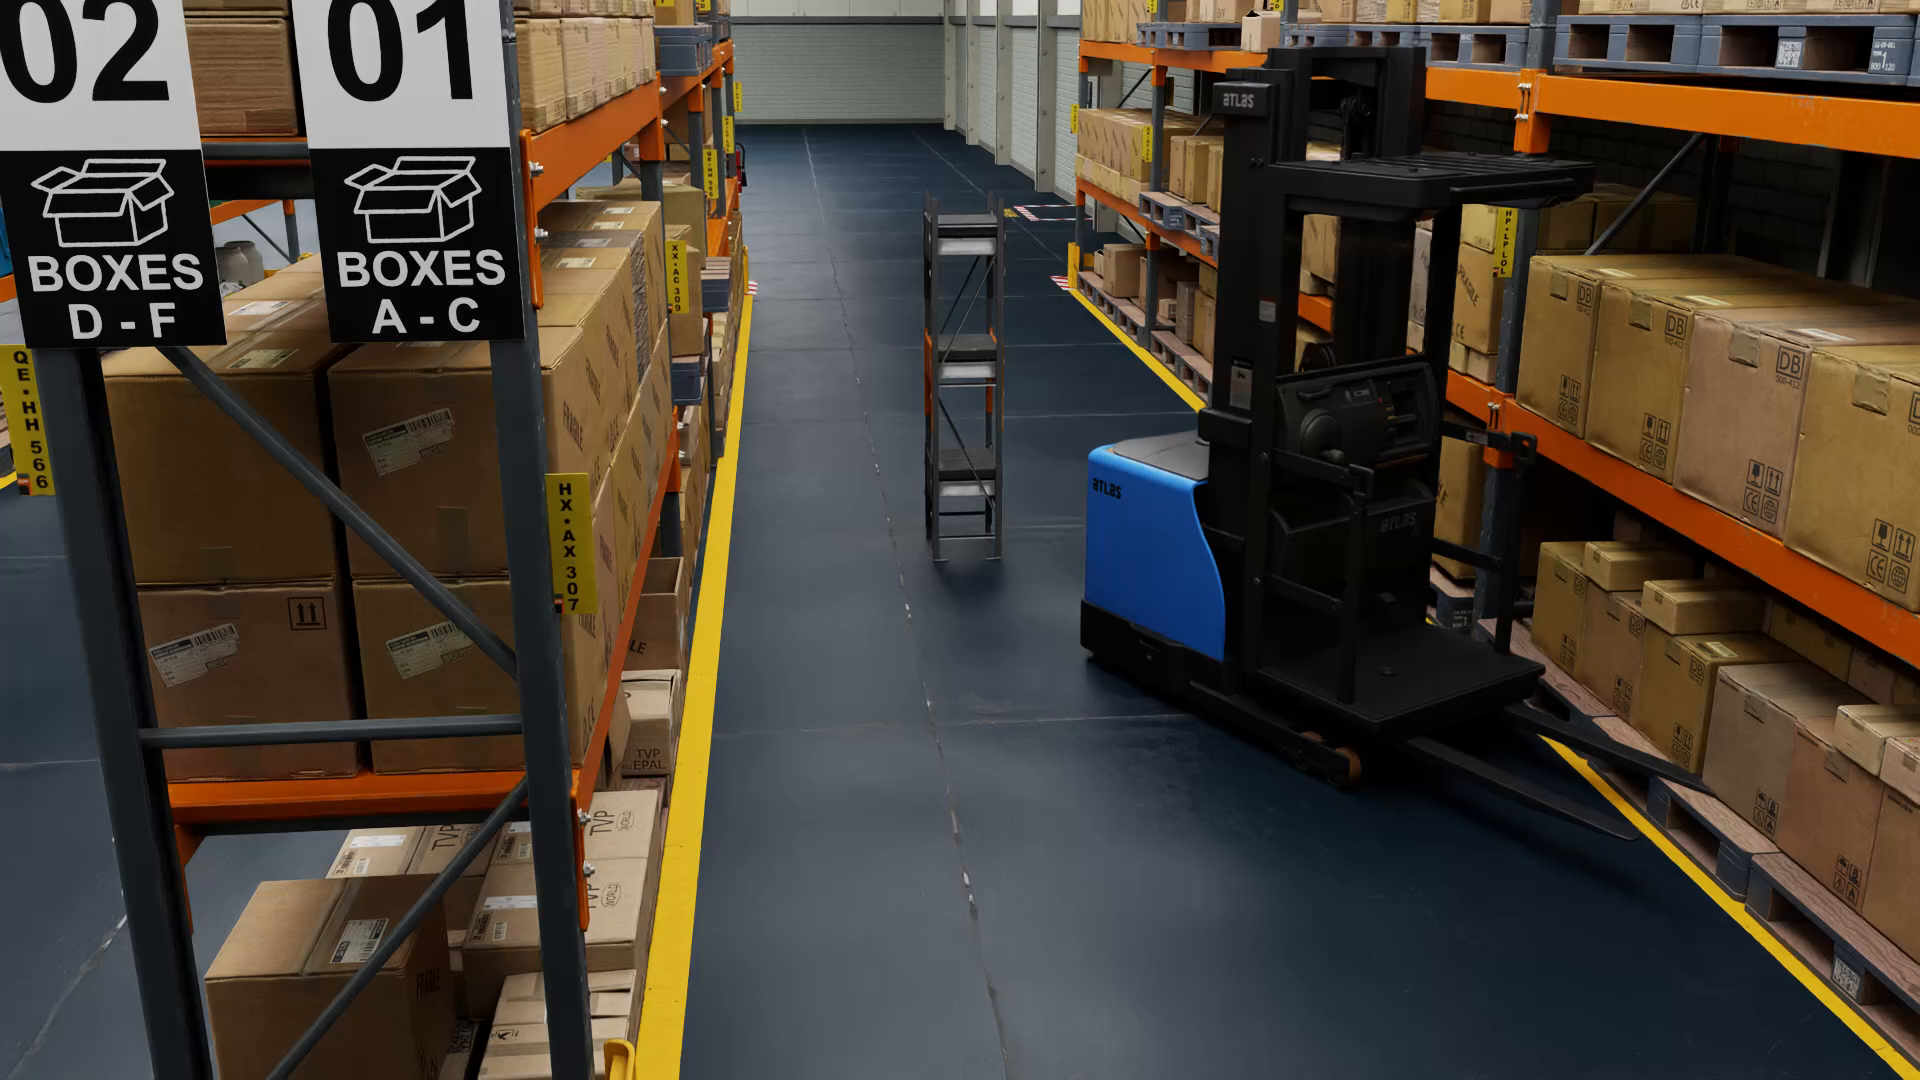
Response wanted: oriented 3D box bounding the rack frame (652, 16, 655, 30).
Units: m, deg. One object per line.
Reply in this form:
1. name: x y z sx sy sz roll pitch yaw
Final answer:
1. rack frame: -1.817 -3.614 6.664 1.000 3.000 0.127 -2 18 -6

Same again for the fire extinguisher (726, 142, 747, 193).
1. fire extinguisher: -2.605 -4.339 19.120 0.296 0.674 0.183 -2 18 -6

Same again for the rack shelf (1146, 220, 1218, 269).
1. rack shelf: 2.491 -2.350 13.855 1.077 0.370 4.000 -2 18 -6

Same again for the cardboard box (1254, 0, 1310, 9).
1. cardboard box: 2.656 -3.976 12.621 0.797 0.503 0.637 1 17 2

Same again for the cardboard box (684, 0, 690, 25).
1. cardboard box: -2.099 -3.141 10.000 0.910 0.500 0.500 -2 18 -6

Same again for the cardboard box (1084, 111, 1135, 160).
1. cardboard box: 1.663 -4.477 18.396 0.500 0.500 0.500 -2 18 -5

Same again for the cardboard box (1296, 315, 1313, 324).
1. cardboard box: 2.575 -1.857 13.271 0.500 0.250 0.500 -1 17 -5

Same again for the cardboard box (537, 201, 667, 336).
1. cardboard box: -1.507 -1.133 6.943 0.500 0.500 0.500 -2 18 -5

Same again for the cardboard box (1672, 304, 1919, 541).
1. cardboard box: 3.304 -0.452 6.110 0.980 0.700 0.700 -3 18 -8

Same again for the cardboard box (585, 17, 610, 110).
1. cardboard box: -1.296 -1.378 4.802 0.500 0.250 0.500 -2 18 -6

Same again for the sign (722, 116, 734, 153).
1. sign: -2.103 -3.669 15.056 0.100 0.325 0.005 -2 18 -6

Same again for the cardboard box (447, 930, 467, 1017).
1. cardboard box: -1.658 1.304 5.010 0.380 0.166 0.250 -2 18 -6

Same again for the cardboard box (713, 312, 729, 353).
1. cardboard box: -2.158 -1.726 13.619 0.500 0.311 0.500 -2 18 -6

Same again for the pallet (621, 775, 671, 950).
1. pallet: -1.618 1.148 6.168 1.003 0.211 1.213 -2 18 -6

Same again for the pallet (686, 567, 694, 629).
1. pallet: -1.939 0.338 8.749 1.003 0.211 1.213 -2 18 -6

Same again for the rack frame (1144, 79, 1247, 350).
1. rack frame: 2.285 -3.289 15.646 1.000 3.000 0.127 -2 18 -6

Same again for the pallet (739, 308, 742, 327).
1. pallet: -2.812 -2.407 17.492 1.003 0.211 1.213 -2 18 -6

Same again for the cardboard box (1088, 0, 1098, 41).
1. cardboard box: 1.678 -5.701 18.119 0.500 0.500 0.500 -1 17 -2

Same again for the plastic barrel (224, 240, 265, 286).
1. plastic barrel: -7.838 -2.994 18.159 0.421 0.512 0.421 0 17 0

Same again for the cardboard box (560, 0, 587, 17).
1. cardboard box: -1.243 -1.468 4.253 0.500 0.250 0.500 -2 18 -6

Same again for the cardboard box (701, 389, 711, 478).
1. cardboard box: -1.900 -0.689 10.803 0.500 0.500 0.500 -1 17 -3

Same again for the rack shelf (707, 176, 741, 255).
1. rack shelf: -2.848 -3.388 17.160 1.077 0.370 4.000 -2 18 -6

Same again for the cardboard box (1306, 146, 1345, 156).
1. cardboard box: 2.491 -2.502 11.191 0.500 0.250 0.500 -1 17 -4

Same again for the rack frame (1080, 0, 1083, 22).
1. rack frame: 1.872 -7.343 18.543 1.000 3.000 0.127 -2 18 -6

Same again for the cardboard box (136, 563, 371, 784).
1. cardboard box: -1.721 0.268 4.150 0.500 0.500 0.500 -1 17 -4

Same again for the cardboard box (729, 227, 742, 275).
1. cardboard box: -2.535 -2.976 17.285 0.500 0.500 0.500 -2 18 -6

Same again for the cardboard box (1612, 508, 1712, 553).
1. cardboard box: 3.268 -0.046 7.705 0.380 0.149 0.250 -2 18 -6

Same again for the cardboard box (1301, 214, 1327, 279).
1. cardboard box: 2.538 -1.987 10.803 0.500 0.500 0.500 -1 17 -4

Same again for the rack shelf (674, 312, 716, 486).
1. rack shelf: -2.023 -1.004 9.568 1.077 0.370 4.000 -2 18 -6

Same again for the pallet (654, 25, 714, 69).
1. pallet: -1.925 -2.598 8.751 1.213 0.211 1.003 -2 18 -6

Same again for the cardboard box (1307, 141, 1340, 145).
1. cardboard box: 2.584 -2.862 12.300 0.380 0.149 0.250 -5 18 -15

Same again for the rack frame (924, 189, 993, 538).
1. rack frame: -0.008 -1.025 9.937 0.400 2.100 0.015 -2 18 -6

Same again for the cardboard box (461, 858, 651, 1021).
1. cardboard box: -1.230 1.223 5.131 0.500 0.250 0.500 -2 18 -6

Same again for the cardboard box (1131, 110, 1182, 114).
1. cardboard box: 2.174 -4.492 18.444 0.500 0.500 0.500 -2 17 -5

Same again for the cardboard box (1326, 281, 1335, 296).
1. cardboard box: 2.610 -1.653 10.822 0.380 0.149 0.250 -2 18 -6

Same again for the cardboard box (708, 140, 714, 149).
1. cardboard box: -2.503 -3.653 15.555 0.380 0.149 0.250 -2 17 -5

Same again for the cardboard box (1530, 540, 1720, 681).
1. cardboard box: 3.085 0.313 7.645 0.700 0.500 0.500 -2 17 -5

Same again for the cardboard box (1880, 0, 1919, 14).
1. cardboard box: 3.128 -1.686 4.916 0.500 0.250 0.500 -2 18 -8

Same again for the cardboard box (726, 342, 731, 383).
1. cardboard box: -2.156 -1.454 13.690 0.500 0.250 0.500 -1 17 -5

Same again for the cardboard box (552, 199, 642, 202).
1. cardboard box: -2.148 -1.729 9.807 0.700 0.500 0.500 1 17 5

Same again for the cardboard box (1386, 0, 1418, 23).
1. cardboard box: 2.955 -3.322 9.841 0.700 0.500 0.500 -1 17 -3

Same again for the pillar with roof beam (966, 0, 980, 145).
1. pillar with roof beam: -3.953 -14.179 40.316 9.100 9.000 0.400 -2 18 -6

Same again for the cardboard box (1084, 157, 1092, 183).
1. cardboard box: 1.674 -4.109 18.475 0.500 0.250 0.500 -2 18 -7

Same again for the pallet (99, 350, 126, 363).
1. pallet: -7.450 -1.420 14.347 1.003 0.211 1.213 -2 18 -6

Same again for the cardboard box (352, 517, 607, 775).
1. cardboard box: -1.188 0.252 4.199 0.500 0.500 0.500 -1 17 -4

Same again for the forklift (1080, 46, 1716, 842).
1. forklift: 1.843 -0.535 6.987 1.130 2.935 3.031 -12 21 -32

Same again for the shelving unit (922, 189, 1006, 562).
1. shelving unit: 0.017 -0.952 9.705 0.431 2.100 0.503 -2 18 -6

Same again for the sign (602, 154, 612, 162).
1. sign: -3.194 -3.568 14.957 0.100 0.325 0.005 -2 18 -6

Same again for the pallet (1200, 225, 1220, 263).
1. pallet: 2.518 -2.215 12.544 1.213 0.211 1.003 -2 18 -6

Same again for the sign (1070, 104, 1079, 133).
1. sign: 1.332 -4.877 19.258 0.100 0.325 0.005 -2 18 -6
